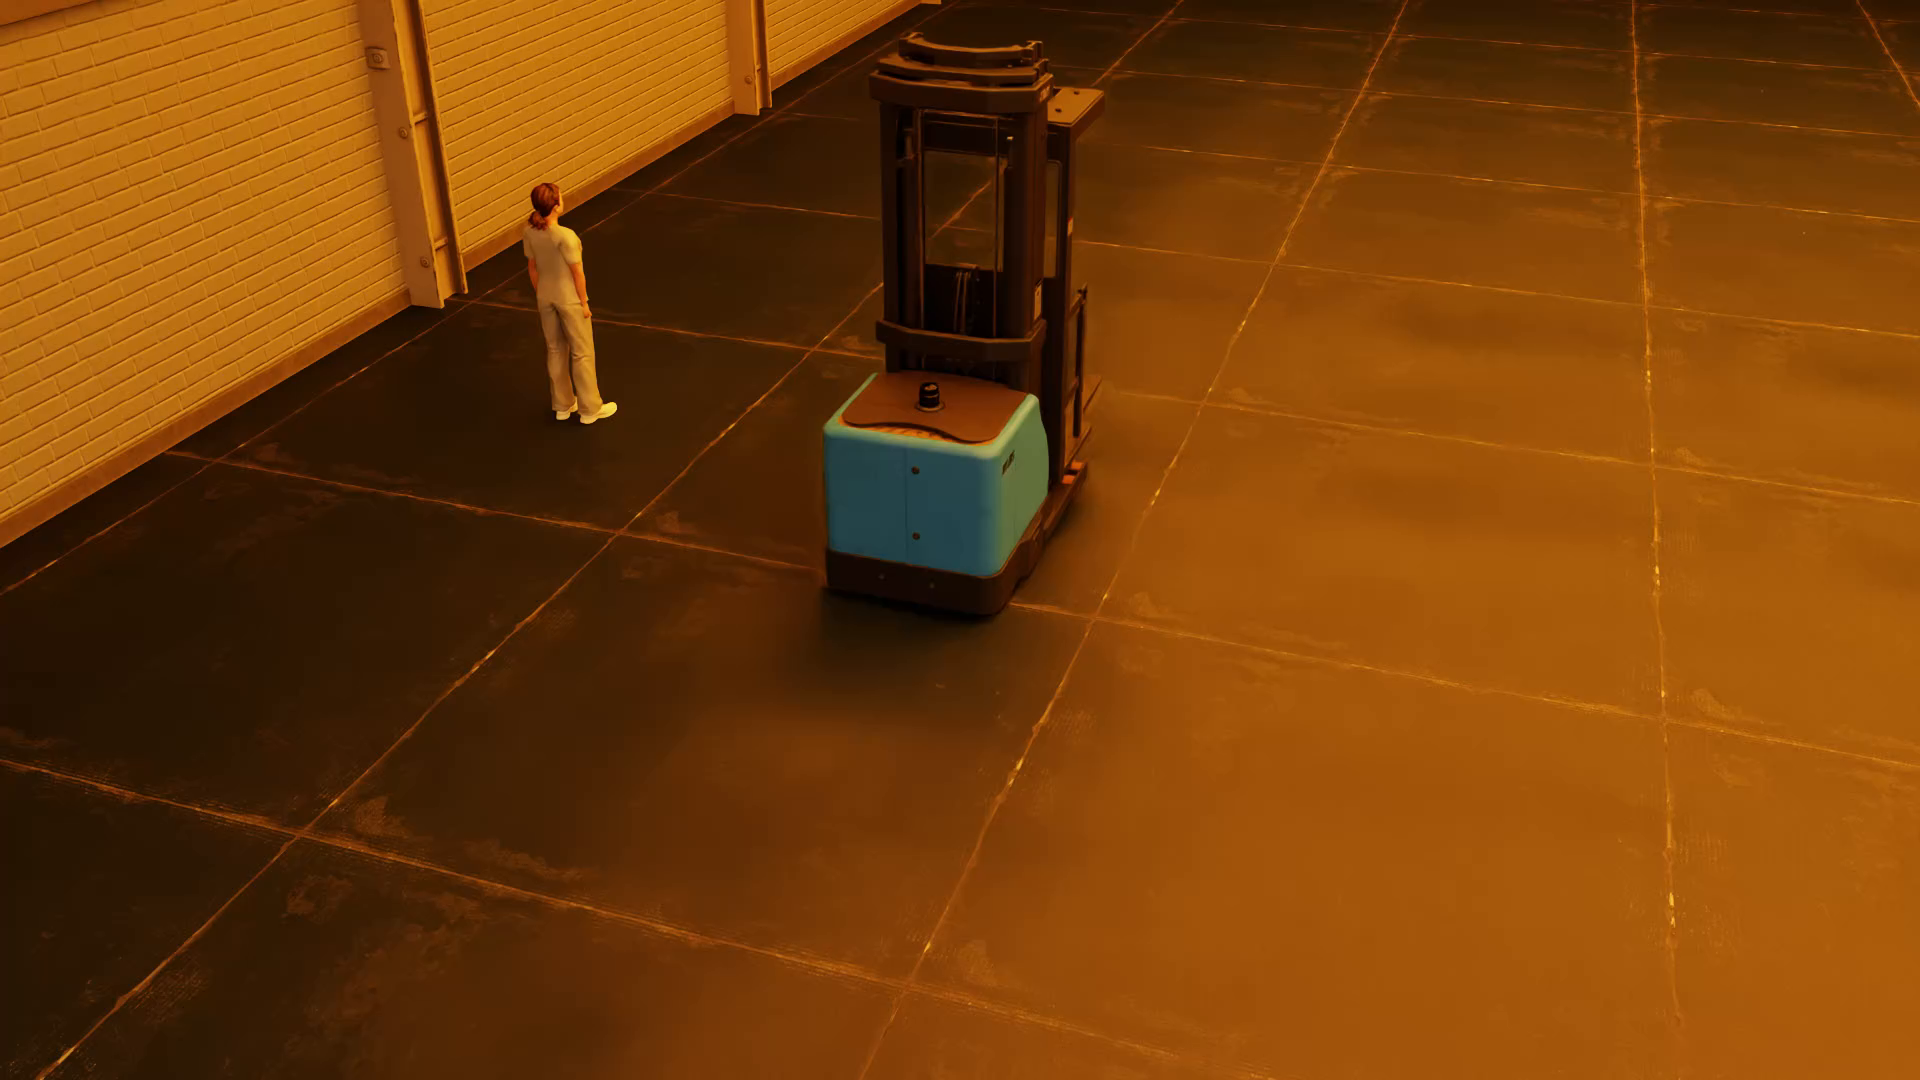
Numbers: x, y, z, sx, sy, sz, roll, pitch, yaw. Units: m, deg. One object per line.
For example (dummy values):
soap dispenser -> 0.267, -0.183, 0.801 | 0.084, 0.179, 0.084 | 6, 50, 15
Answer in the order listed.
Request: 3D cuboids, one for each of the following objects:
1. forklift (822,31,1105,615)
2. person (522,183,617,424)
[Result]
forklift -> 0.187, -1.576, 9.901 | 1.130, 2.935, 3.031 | 9, 31, 16
person -> -2.671, -1.596, 11.210 | 0.437, 1.671, 0.382 | 12, 32, 20
